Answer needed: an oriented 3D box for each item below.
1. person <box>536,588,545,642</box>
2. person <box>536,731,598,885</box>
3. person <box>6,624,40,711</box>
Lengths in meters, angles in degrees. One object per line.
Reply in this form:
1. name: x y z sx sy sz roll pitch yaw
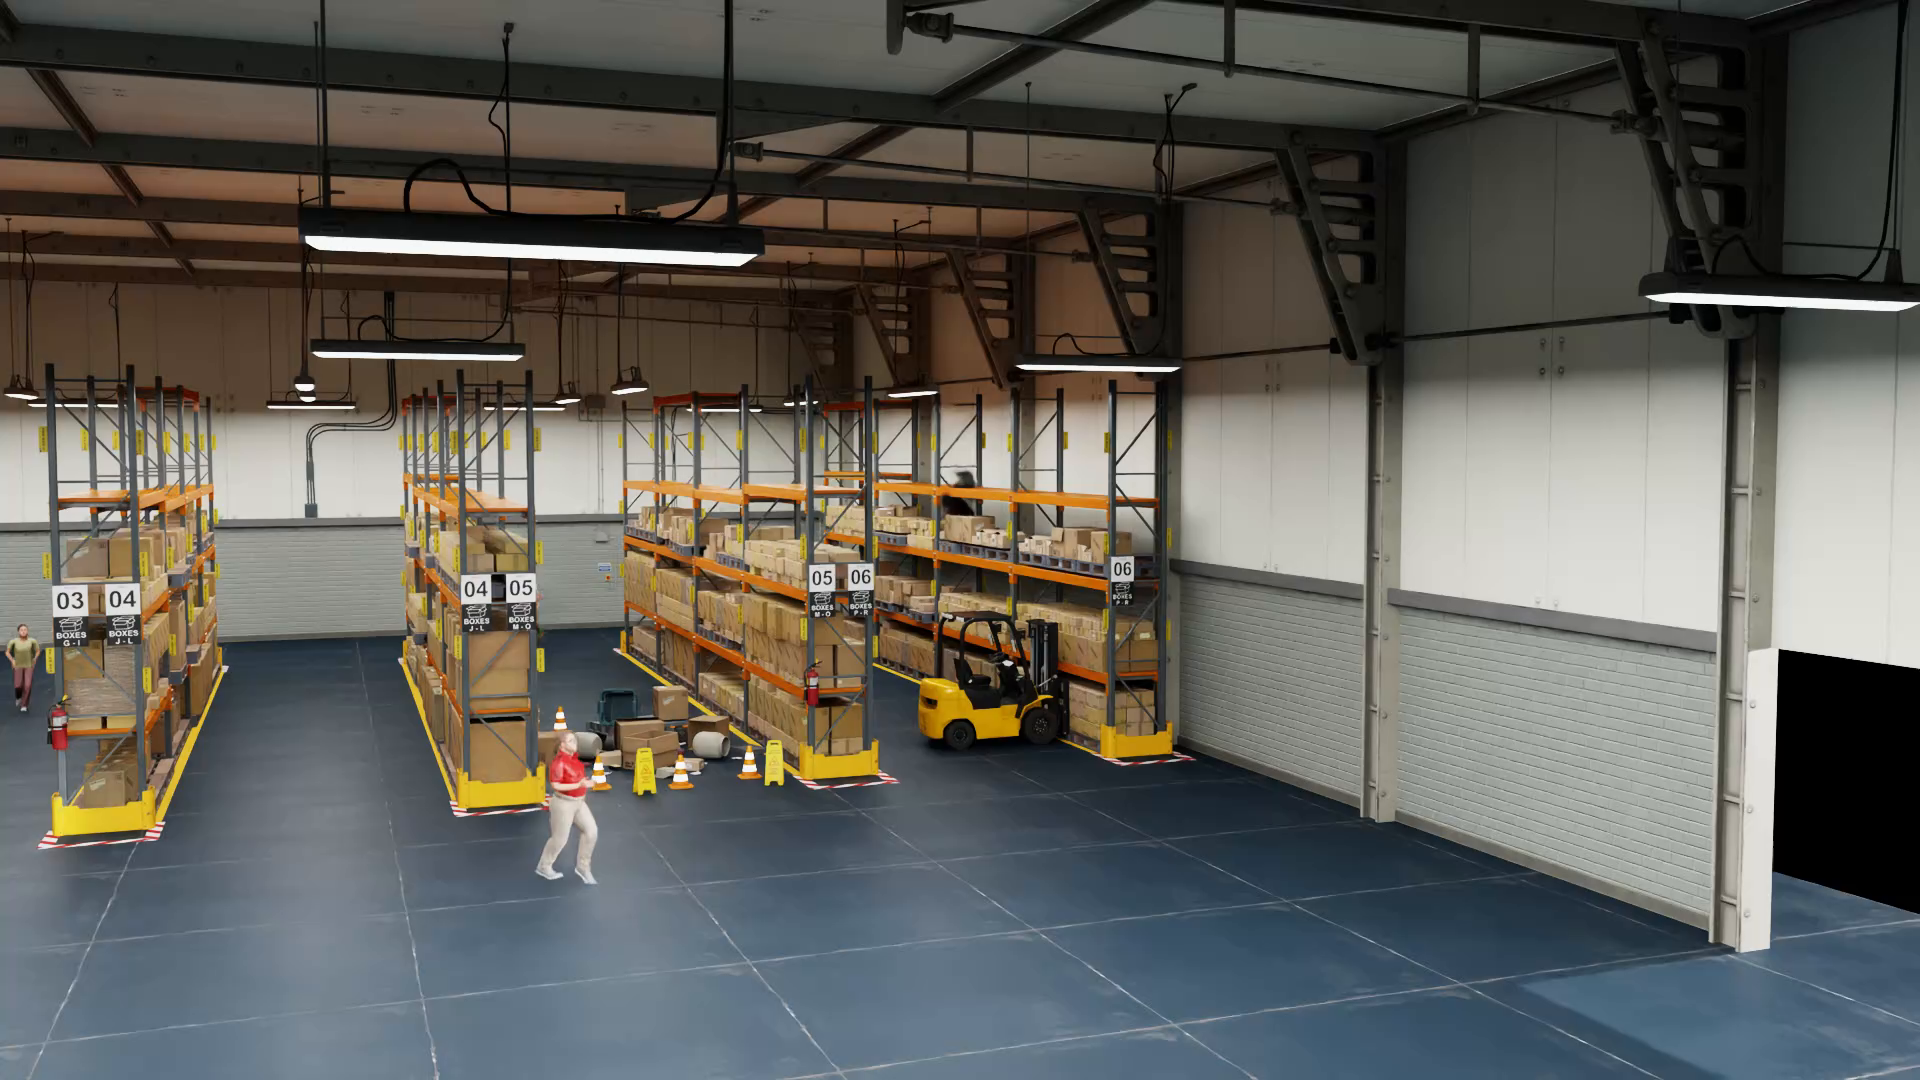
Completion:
1. person: -10.594 1.710 40.839 0.908 1.770 0.668 -3 4 -39
2. person: -4.434 3.058 18.813 0.795 1.798 0.640 1 4 19
3. person: -17.439 2.376 30.979 0.560 1.624 0.534 -2 4 -34
